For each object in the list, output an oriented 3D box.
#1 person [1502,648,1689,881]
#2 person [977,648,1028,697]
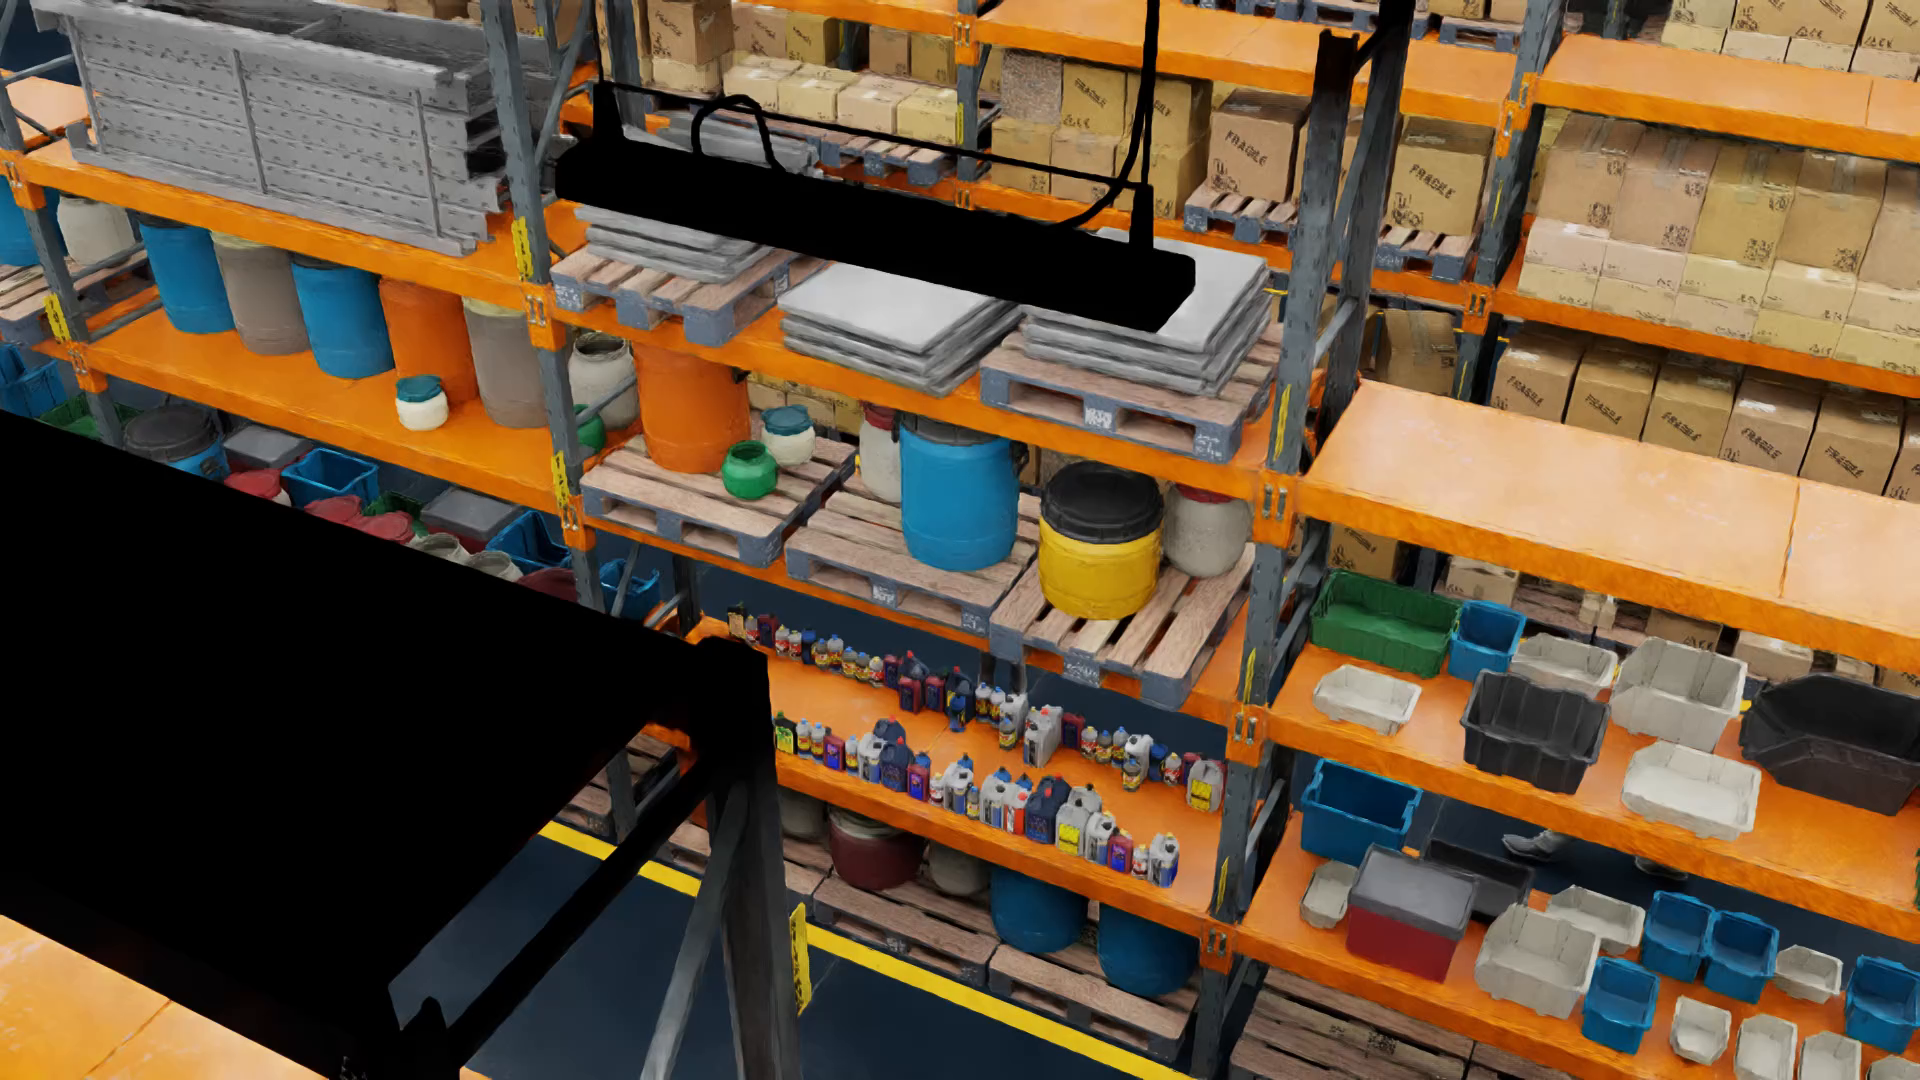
[{"bbox_3d":[4.140,1.394,10.381,1.126,1.656,0.542,18,39,23],"label":"person"},{"bbox_3d":[0.292,0.593,11.615,0.468,1.600,0.406,-2,35,-3],"label":"person"}]
